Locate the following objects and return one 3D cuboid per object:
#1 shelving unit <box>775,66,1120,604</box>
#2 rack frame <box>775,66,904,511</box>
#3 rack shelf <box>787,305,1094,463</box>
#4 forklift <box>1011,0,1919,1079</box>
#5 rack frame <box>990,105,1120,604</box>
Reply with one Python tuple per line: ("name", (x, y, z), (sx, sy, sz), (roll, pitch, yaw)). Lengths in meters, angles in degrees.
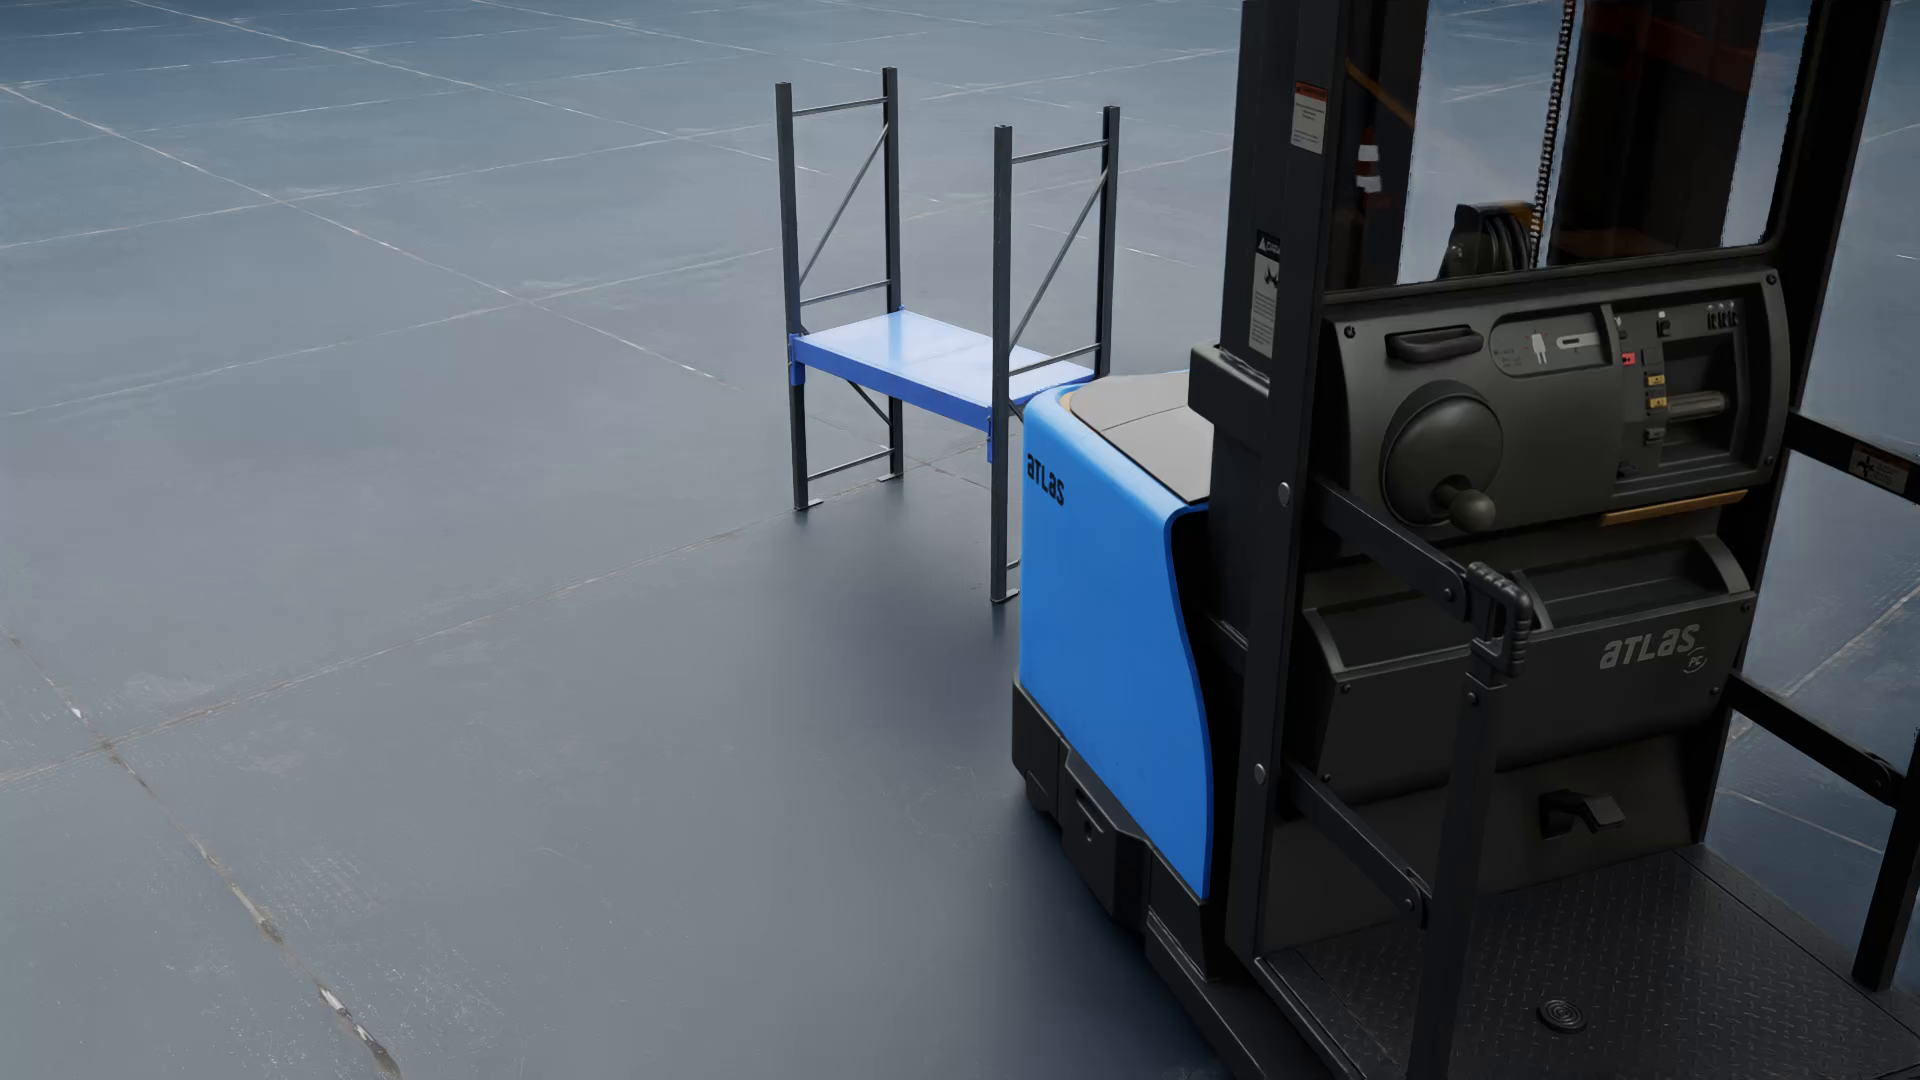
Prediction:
("shelving unit", (-0.058, -0.708, 5.495), (0.538, 1.500, 1.048), (-21, 32, -38))
("rack frame", (-0.406, -0.862, 5.833), (0.500, 1.500, 0.032), (-21, 32, -38))
("rack shelf", (-0.058, -0.545, 5.570), (0.538, 0.185, 1.000), (-21, 32, -38))
("forklift", (1.131, -0.215, 2.690), (1.130, 2.935, 3.031), (-9, 26, -19))
("rack frame", (0.289, -0.554, 5.158), (0.500, 1.500, 0.032), (-21, 32, -38))
